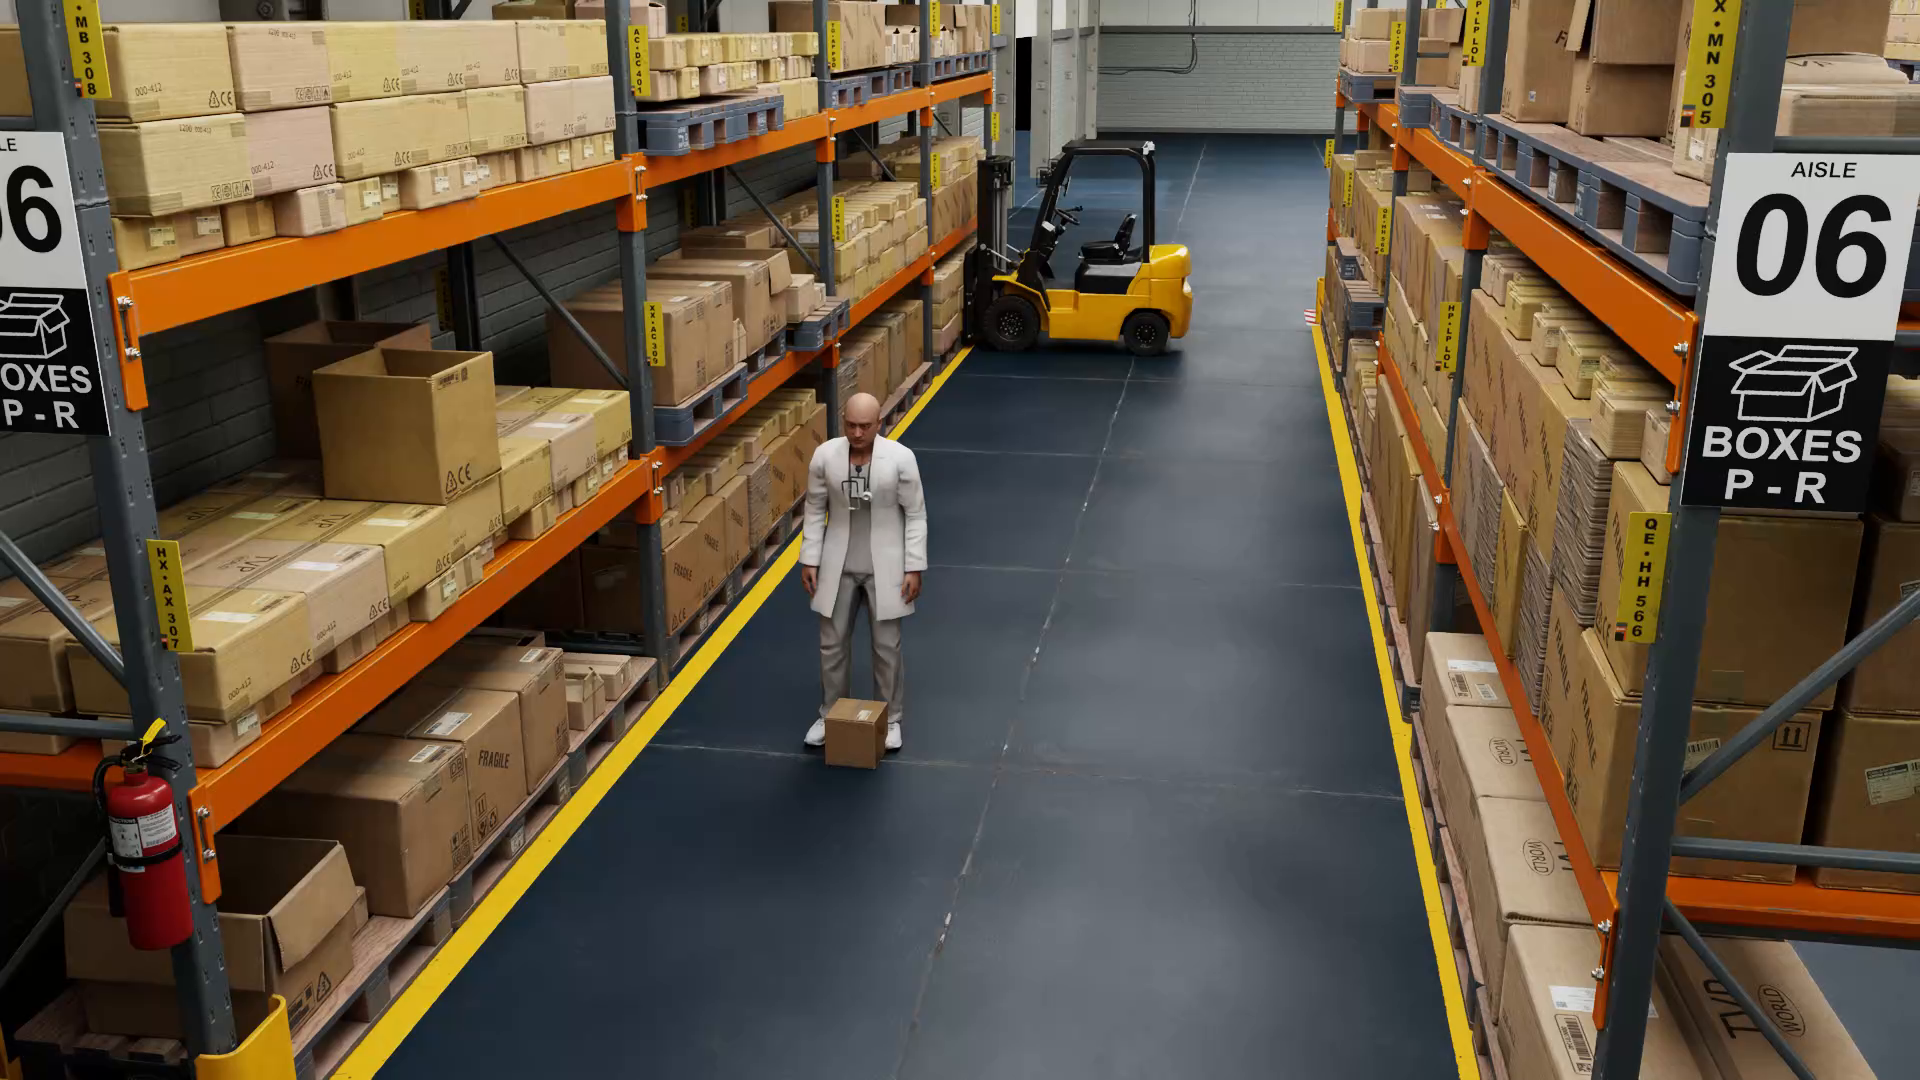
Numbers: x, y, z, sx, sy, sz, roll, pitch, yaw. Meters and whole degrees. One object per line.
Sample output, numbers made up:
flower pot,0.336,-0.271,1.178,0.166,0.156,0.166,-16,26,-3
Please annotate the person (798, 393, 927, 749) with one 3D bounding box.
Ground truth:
person,-0.474,0.142,8.128,0.644,1.774,0.425,3,18,9
